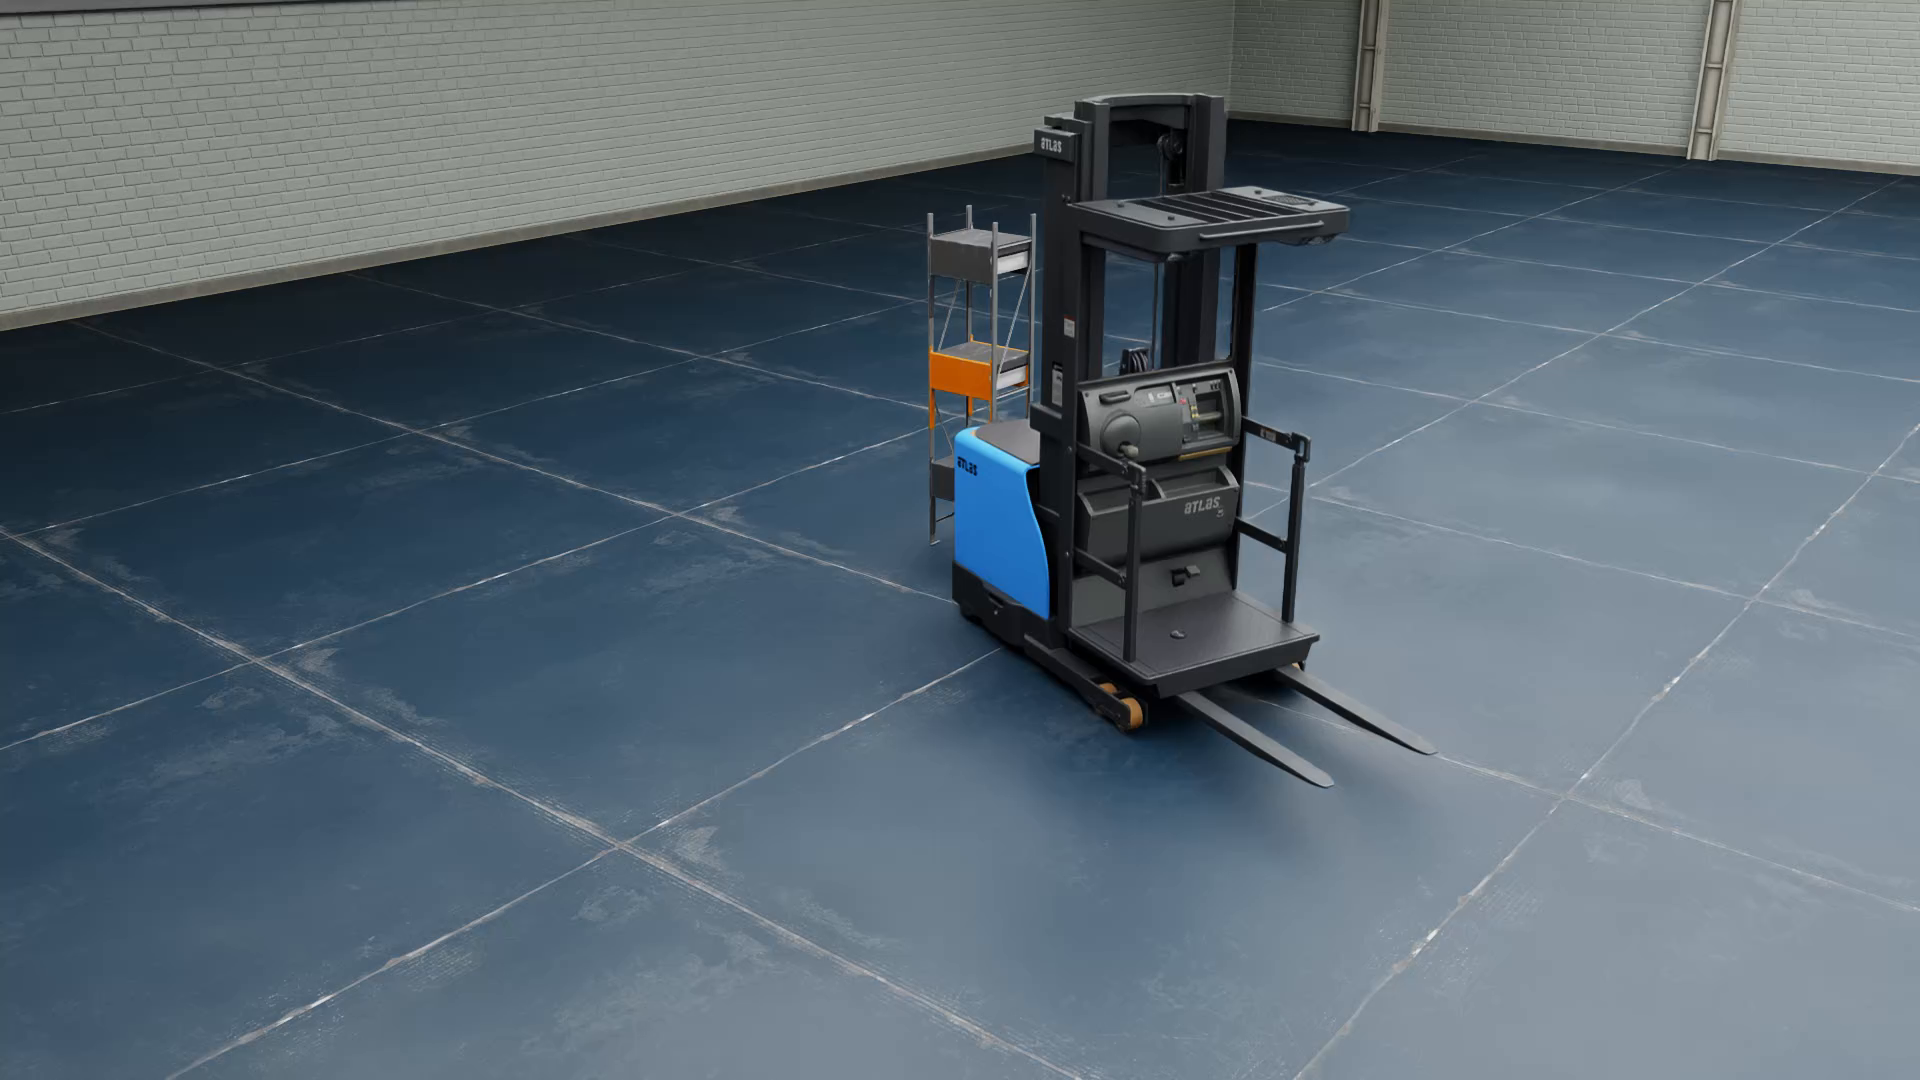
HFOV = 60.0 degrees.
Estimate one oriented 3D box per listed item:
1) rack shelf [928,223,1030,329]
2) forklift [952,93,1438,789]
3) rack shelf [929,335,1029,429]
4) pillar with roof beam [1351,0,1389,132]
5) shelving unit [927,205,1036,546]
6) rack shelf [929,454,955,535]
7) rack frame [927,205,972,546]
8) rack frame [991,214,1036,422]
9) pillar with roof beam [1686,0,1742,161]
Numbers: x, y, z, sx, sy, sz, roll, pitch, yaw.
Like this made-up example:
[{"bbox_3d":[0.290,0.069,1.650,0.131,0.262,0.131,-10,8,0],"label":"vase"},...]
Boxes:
[{"bbox_3d":[0.128,-1.588,9.958,0.480,0.518,0.431,16,26,36],"label":"rack shelf"},{"bbox_3d":[1.120,-0.613,8.141,1.130,2.935,3.031,-11,23,-28],"label":"forklift"},{"bbox_3d":[0.128,-0.933,10.205,0.480,0.518,0.431,16,26,36],"label":"rack shelf"},{"bbox_3d":[4.761,-10.606,26.040,0.400,9.000,9.100,16,26,36],"label":"pillar with roof beam"},{"bbox_3d":[0.128,-0.946,10.200,0.503,2.100,0.431,16,26,36],"label":"shelving unit"},{"bbox_3d":[0.128,-0.278,10.452,0.480,0.518,0.431,16,26,36],"label":"rack shelf"},{"bbox_3d":[-0.061,-1.000,10.344,0.015,2.100,0.400,16,26,36],"label":"rack frame"},{"bbox_3d":[0.317,-0.891,10.055,0.015,2.100,0.400,16,26,36],"label":"rack frame"},{"bbox_3d":[9.410,-9.267,22.490,0.400,9.000,9.100,16,26,36],"label":"pillar with roof beam"}]
